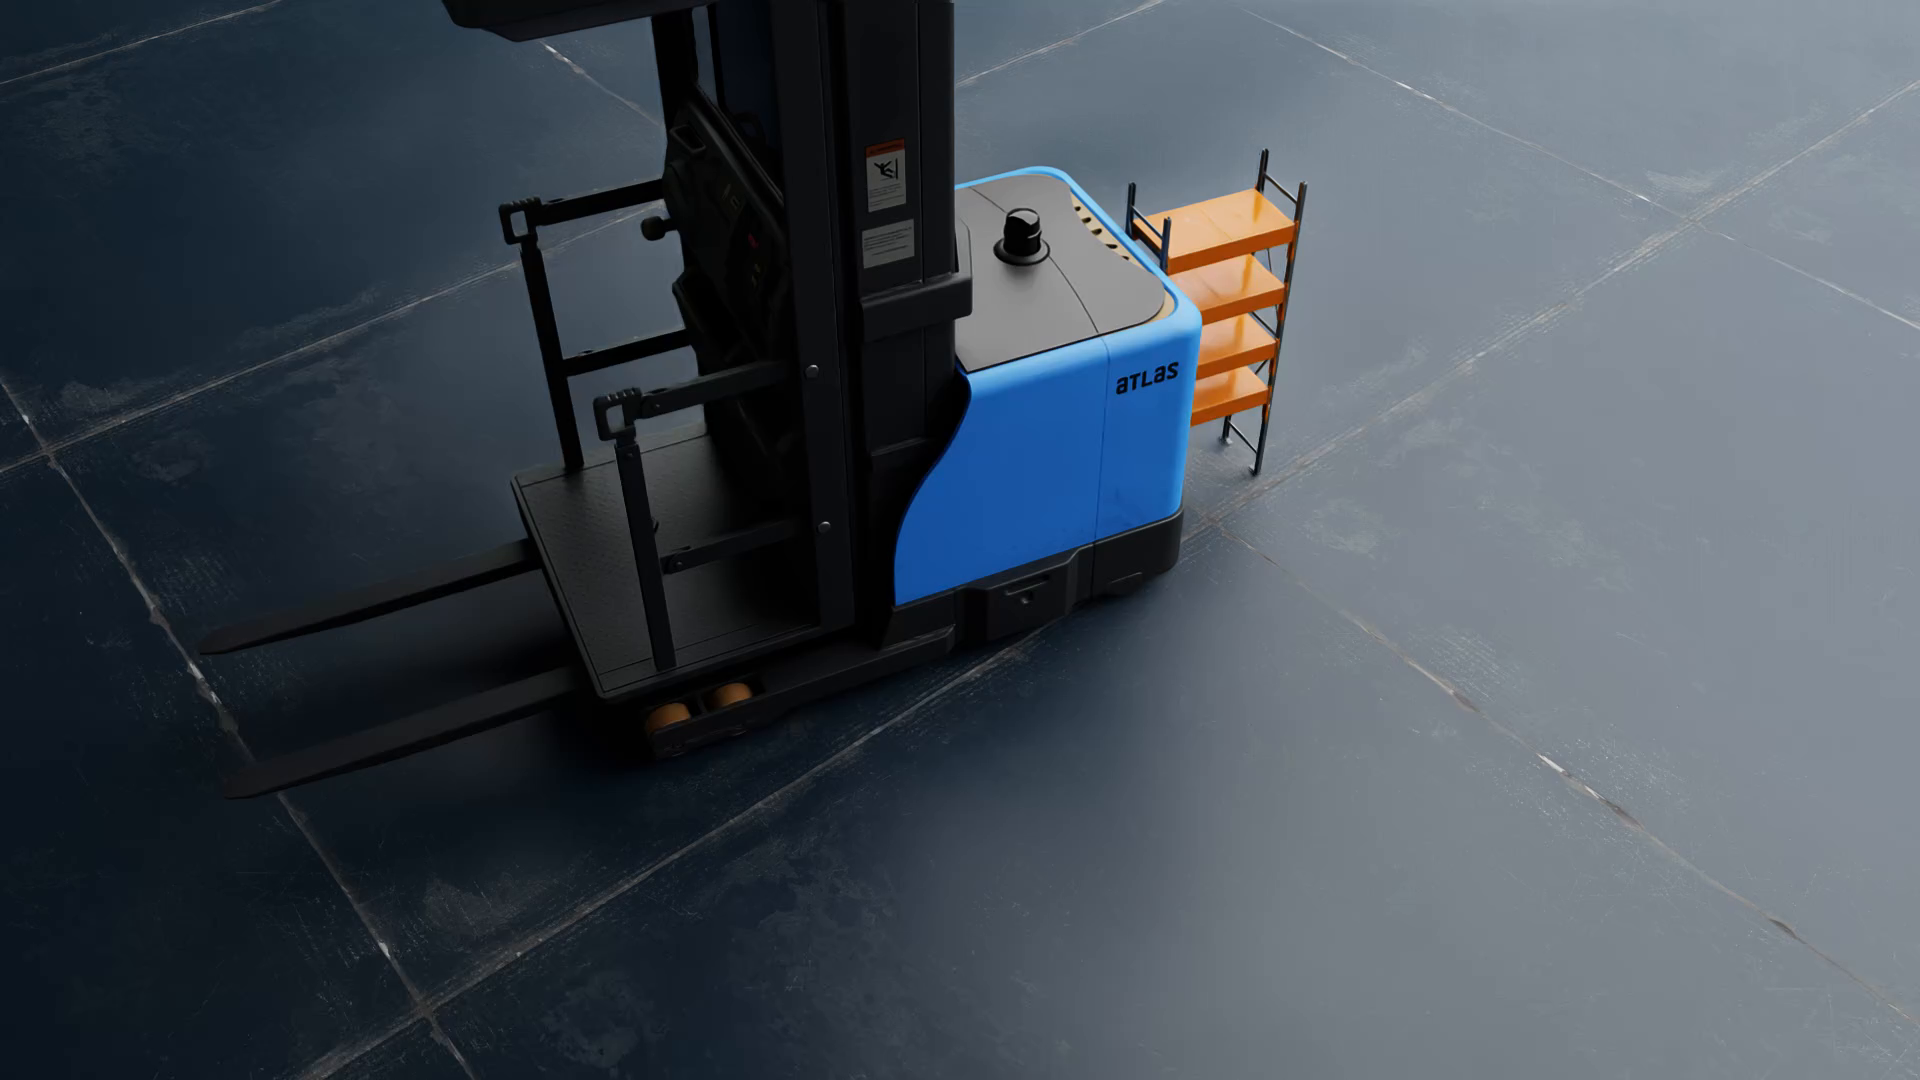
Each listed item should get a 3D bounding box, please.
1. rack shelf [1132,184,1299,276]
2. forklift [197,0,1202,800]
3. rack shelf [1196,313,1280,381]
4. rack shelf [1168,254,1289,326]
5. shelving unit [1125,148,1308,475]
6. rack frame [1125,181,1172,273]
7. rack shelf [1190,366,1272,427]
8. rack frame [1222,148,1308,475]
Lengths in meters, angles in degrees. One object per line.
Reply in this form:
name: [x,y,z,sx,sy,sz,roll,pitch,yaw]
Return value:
rack shelf: [0.805,-0.962,5.324,0.480,0.148,0.258,-18,46,-18]
forklift: [-0.824,-0.825,4.487,3.031,2.935,1.130,-18,46,-18]
rack shelf: [0.805,-0.627,5.639,0.480,0.148,0.258,-18,46,-18]
rack shelf: [0.805,-0.790,5.486,0.480,0.148,0.258,-18,46,-18]
shelving unit: [0.805,-0.676,5.593,0.503,1.200,0.258,-18,46,-18]
rack frame: [0.584,-0.605,5.518,0.015,1.200,0.240,-18,46,-18]
rack shelf: [0.805,-0.482,5.775,0.480,0.148,0.258,-18,46,-18]
rack frame: [1.026,-0.746,5.668,0.015,1.200,0.240,-18,46,-18]
